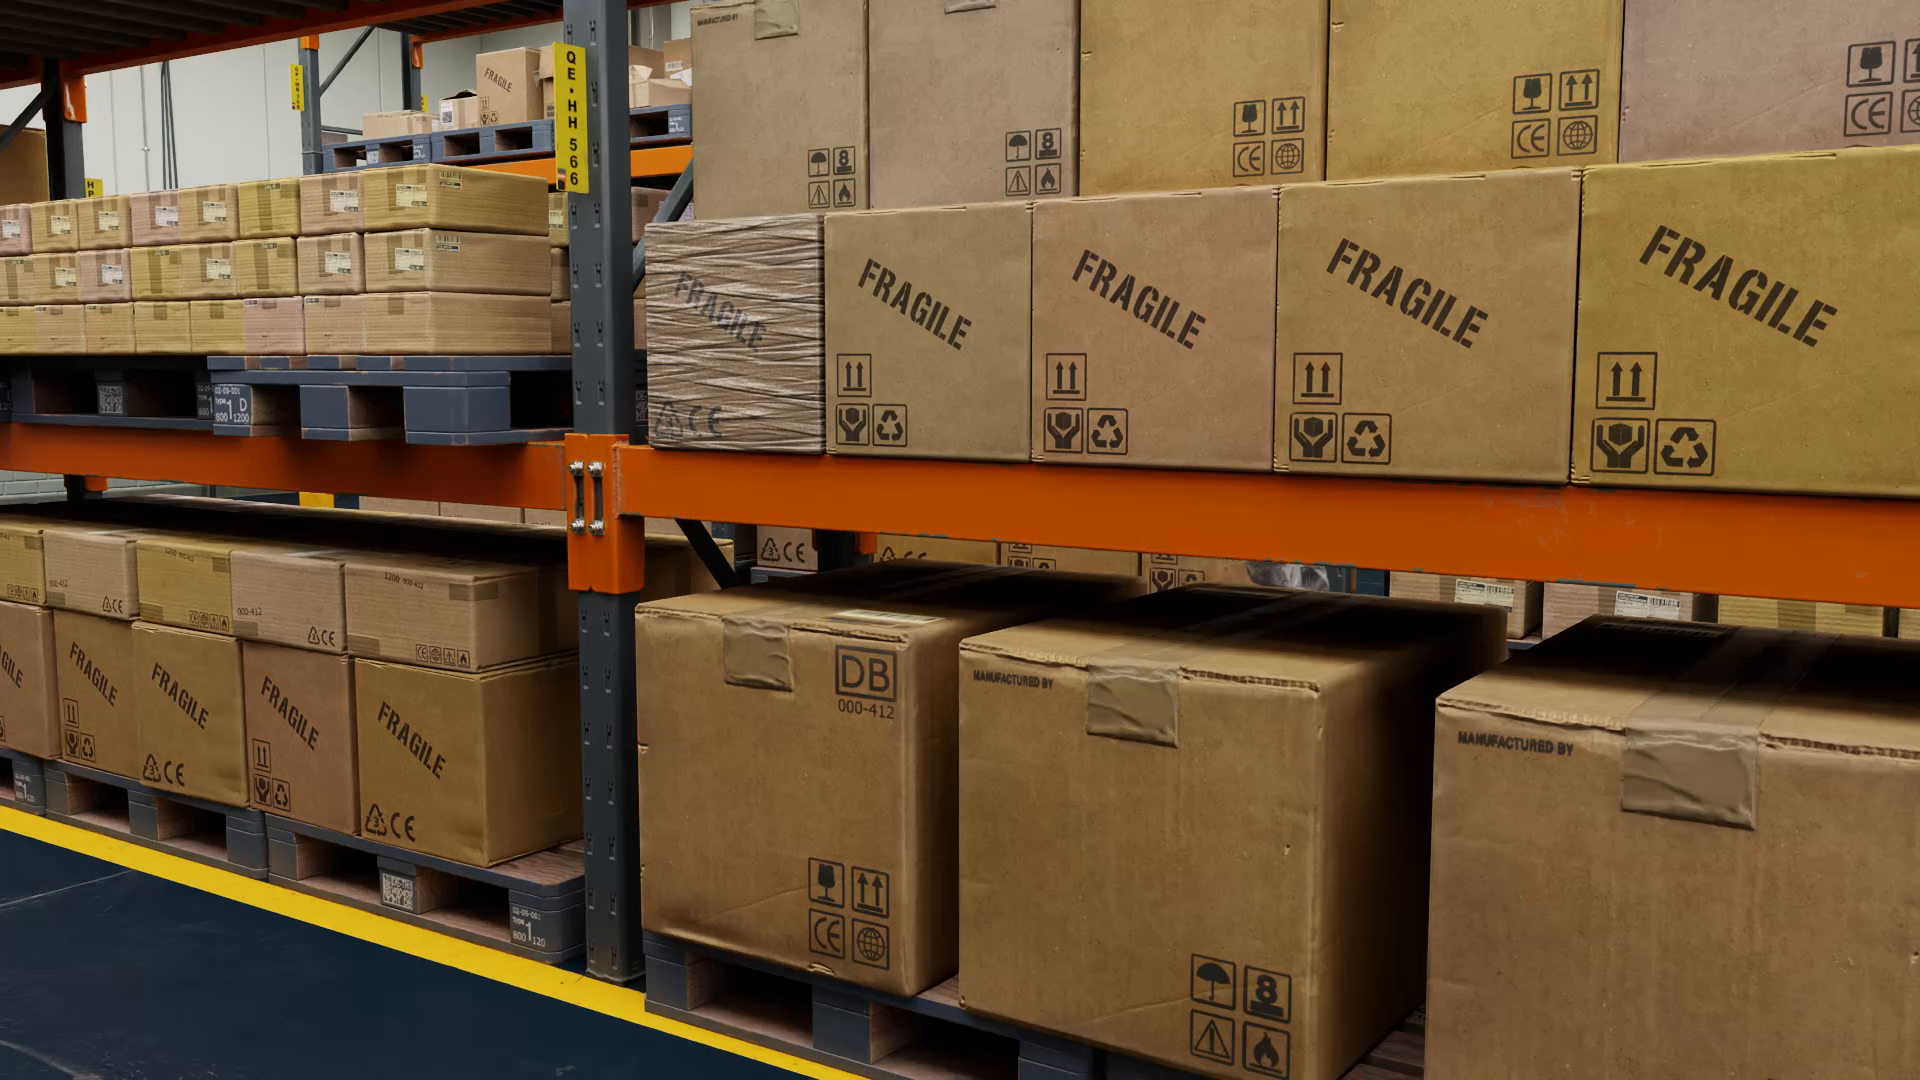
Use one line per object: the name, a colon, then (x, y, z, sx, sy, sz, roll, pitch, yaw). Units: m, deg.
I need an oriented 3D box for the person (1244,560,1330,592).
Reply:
person: (1.284, -0.110, 6.561, 0.675, 1.771, 0.636, 2, 7, 20)
